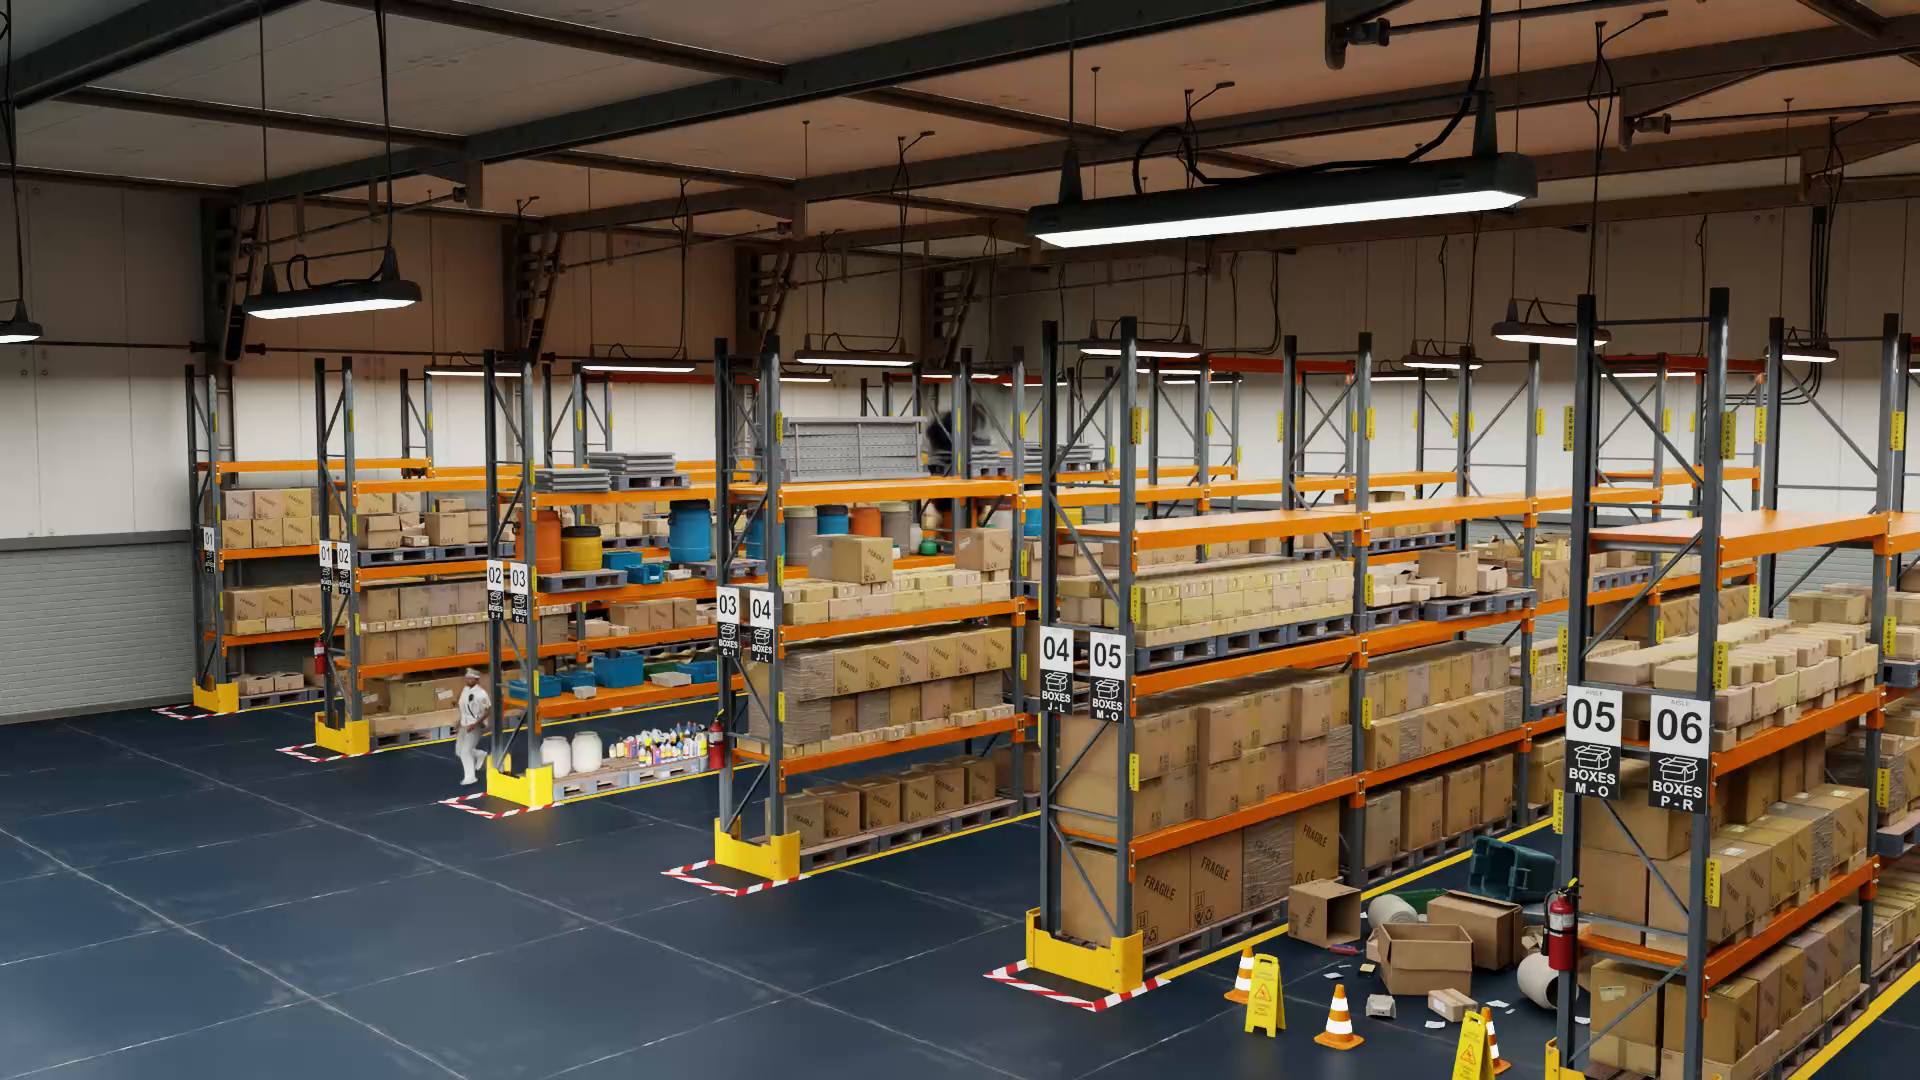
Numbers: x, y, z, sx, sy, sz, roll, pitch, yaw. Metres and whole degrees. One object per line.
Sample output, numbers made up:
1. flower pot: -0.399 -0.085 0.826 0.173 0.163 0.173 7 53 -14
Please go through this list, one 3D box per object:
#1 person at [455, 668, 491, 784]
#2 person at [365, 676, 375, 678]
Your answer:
1. person: -6.737 2.588 23.232 0.599 1.657 0.571 3 5 32
2. person: -9.905 2.180 27.923 0.699 1.744 0.786 2 5 26
